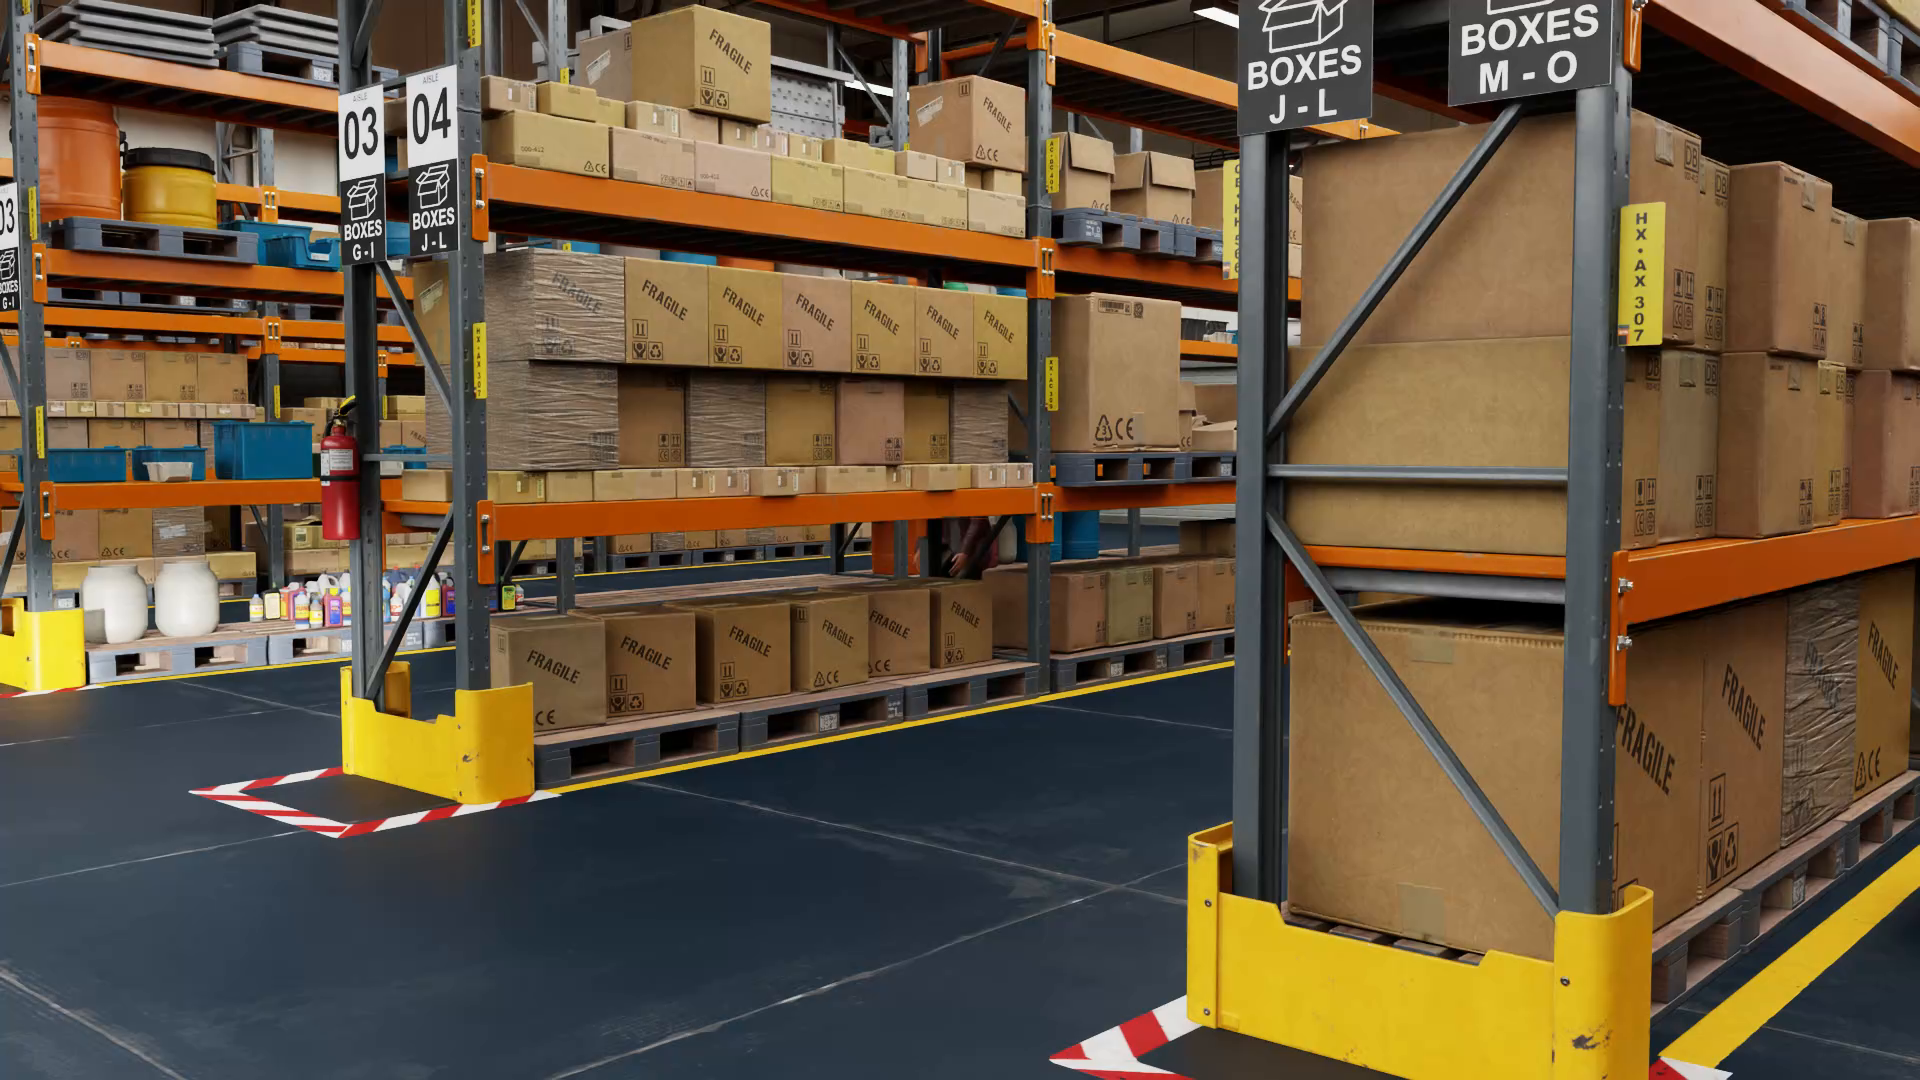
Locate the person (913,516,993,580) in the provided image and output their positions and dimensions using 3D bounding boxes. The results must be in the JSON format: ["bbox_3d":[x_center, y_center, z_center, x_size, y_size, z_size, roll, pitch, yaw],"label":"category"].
[{"bbox_3d":[-0.017,0.084,12.438,0.628,1.524,0.635,3,5,41],"label":"person"}]
